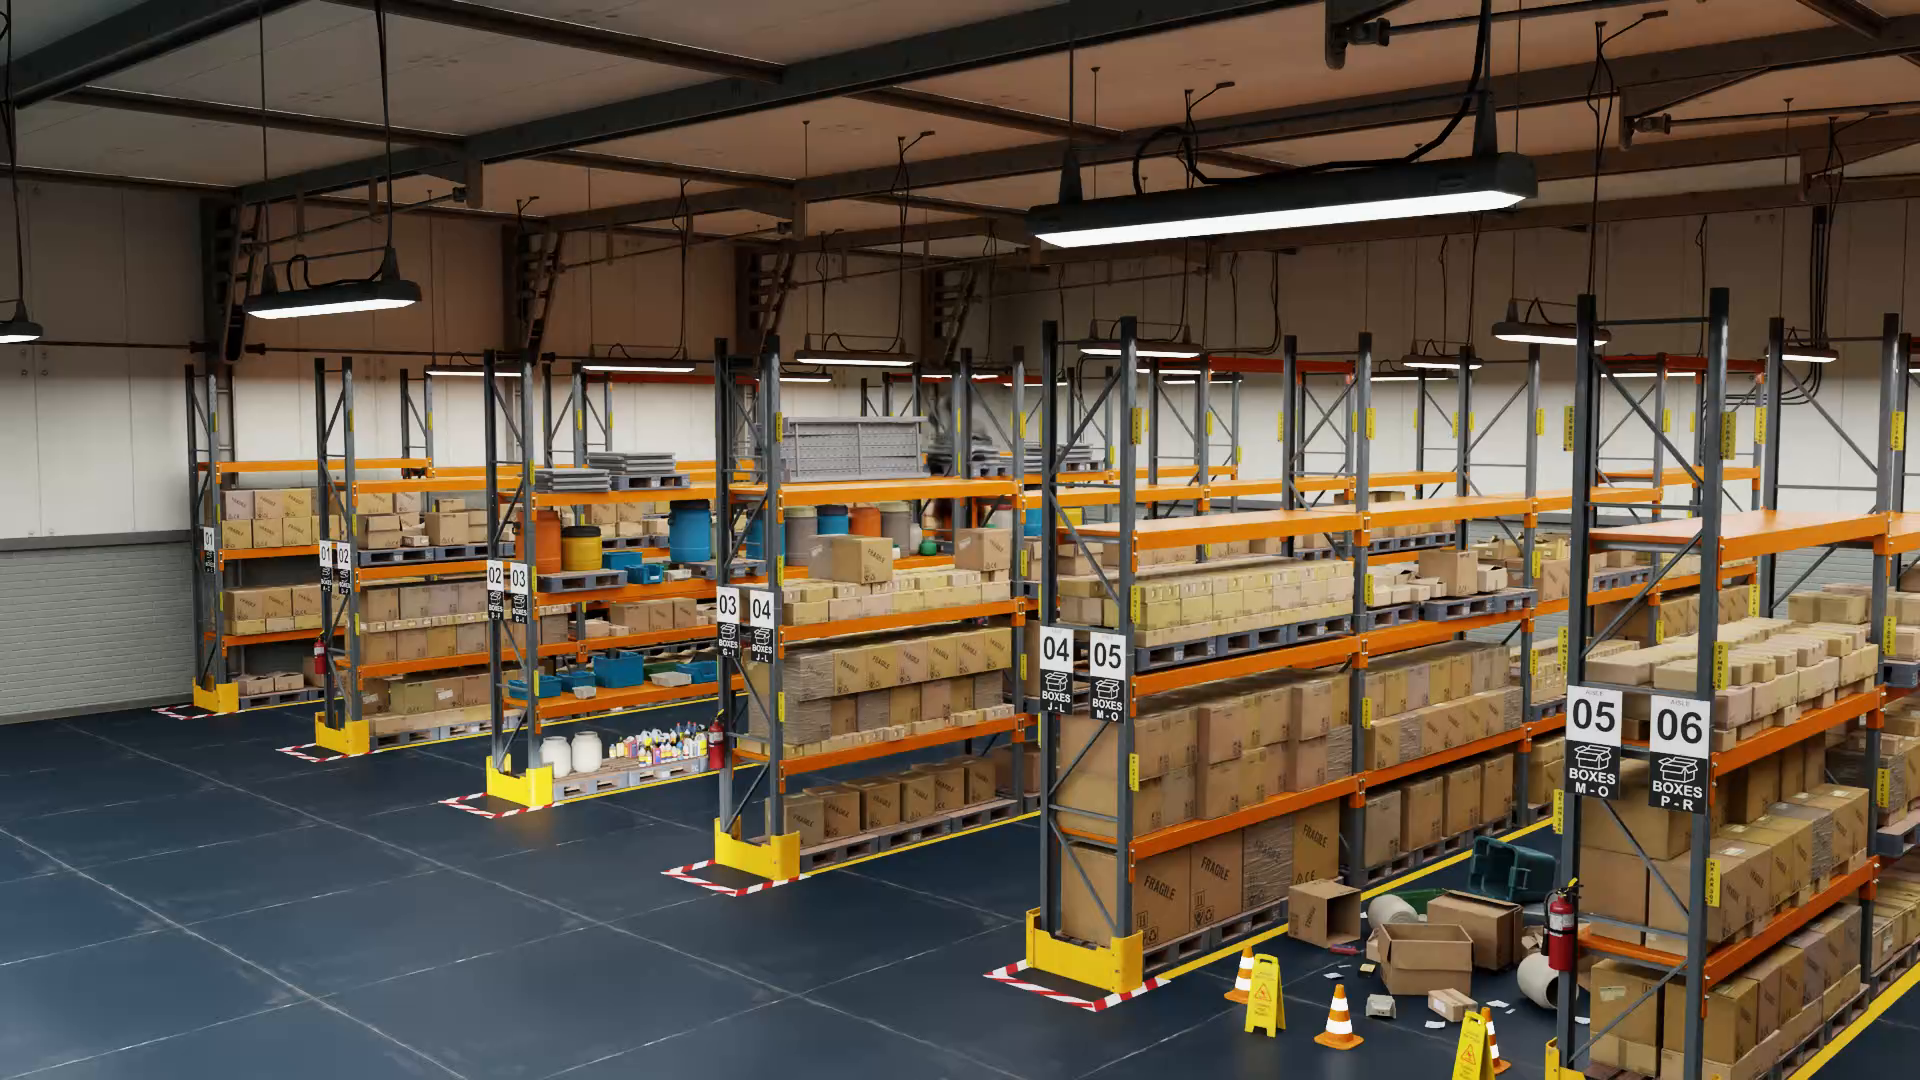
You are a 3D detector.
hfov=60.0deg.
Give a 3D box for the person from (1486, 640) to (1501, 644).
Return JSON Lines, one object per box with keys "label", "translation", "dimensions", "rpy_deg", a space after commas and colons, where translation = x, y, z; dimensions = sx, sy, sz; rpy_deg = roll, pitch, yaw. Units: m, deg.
{"label": "person", "translation": [7.972, 2.401, 24.833], "dimensions": [0.751, 1.848, 0.673], "rpy_deg": [-4, 6, -42]}
